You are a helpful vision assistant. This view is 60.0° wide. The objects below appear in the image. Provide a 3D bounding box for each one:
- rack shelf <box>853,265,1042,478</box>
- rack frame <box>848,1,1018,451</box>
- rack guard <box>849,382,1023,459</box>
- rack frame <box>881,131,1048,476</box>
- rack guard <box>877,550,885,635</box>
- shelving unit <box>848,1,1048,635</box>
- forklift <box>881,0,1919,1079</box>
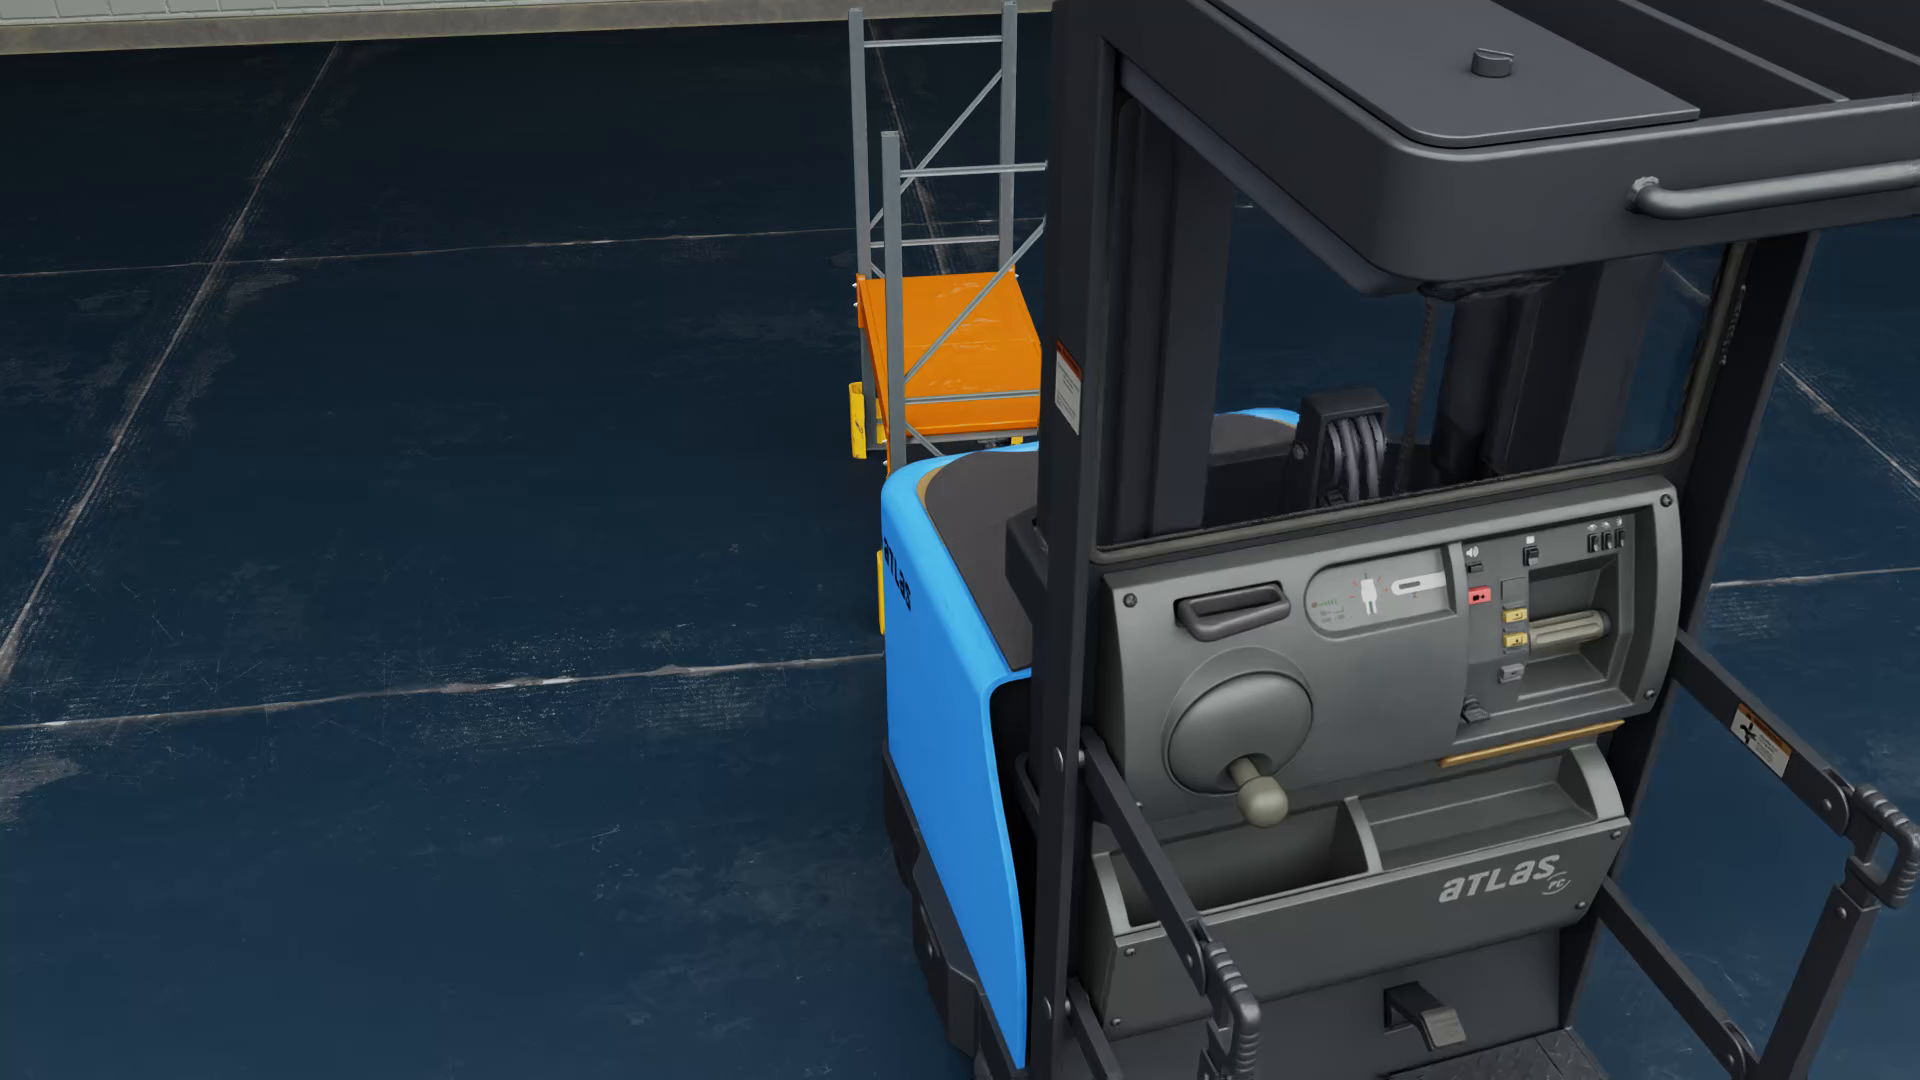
[{"bbox_3d":[-0.011,-0.519,4.999,0.538,0.185,1.000,-4,35,-6],"label":"rack shelf"},{"bbox_3d":[-0.080,-0.951,5.314,0.500,1.500,0.032,-4,35,-6],"label":"rack frame"},{"bbox_3d":[-0.077,-0.424,5.650,0.587,0.250,0.087,-4,35,-6],"label":"rack guard"},{"bbox_3d":[0.057,-0.384,4.481,0.500,1.500,0.032,-4,35,-6],"label":"rack frame"},{"bbox_3d":[0.057,0.132,4.834,0.587,0.250,0.087,-4,35,-6],"label":"rack guard"},{"bbox_3d":[-0.010,-0.662,4.890,0.587,1.500,1.083,-4,35,-6],"label":"shelving unit"},{"bbox_3d":[0.731,0.227,2.315,1.130,2.935,3.031,-10,35,-14],"label":"forklift"}]
